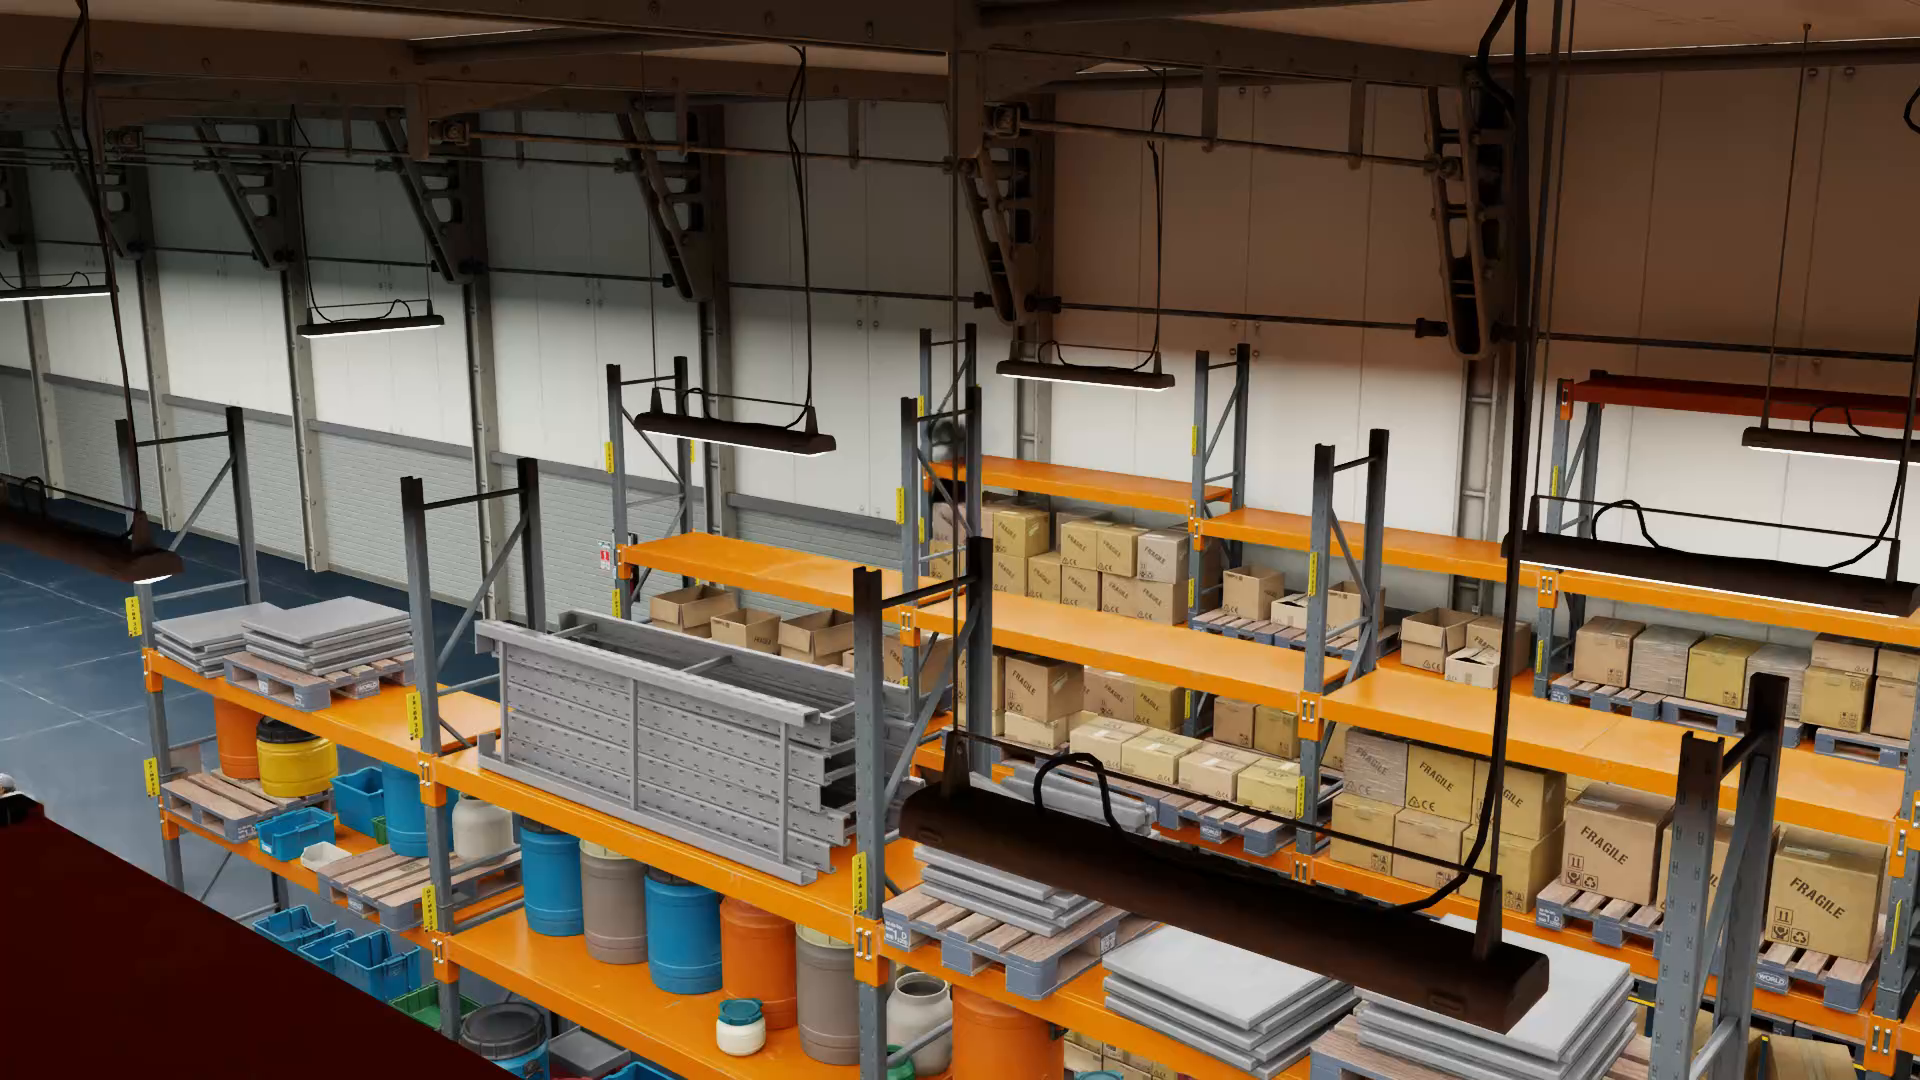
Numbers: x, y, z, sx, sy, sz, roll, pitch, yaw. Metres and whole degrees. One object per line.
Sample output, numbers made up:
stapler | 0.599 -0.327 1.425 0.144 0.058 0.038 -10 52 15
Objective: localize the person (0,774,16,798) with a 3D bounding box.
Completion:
person | -10.267 3.305 18.002 0.637 1.641 0.608 -6 14 -25
